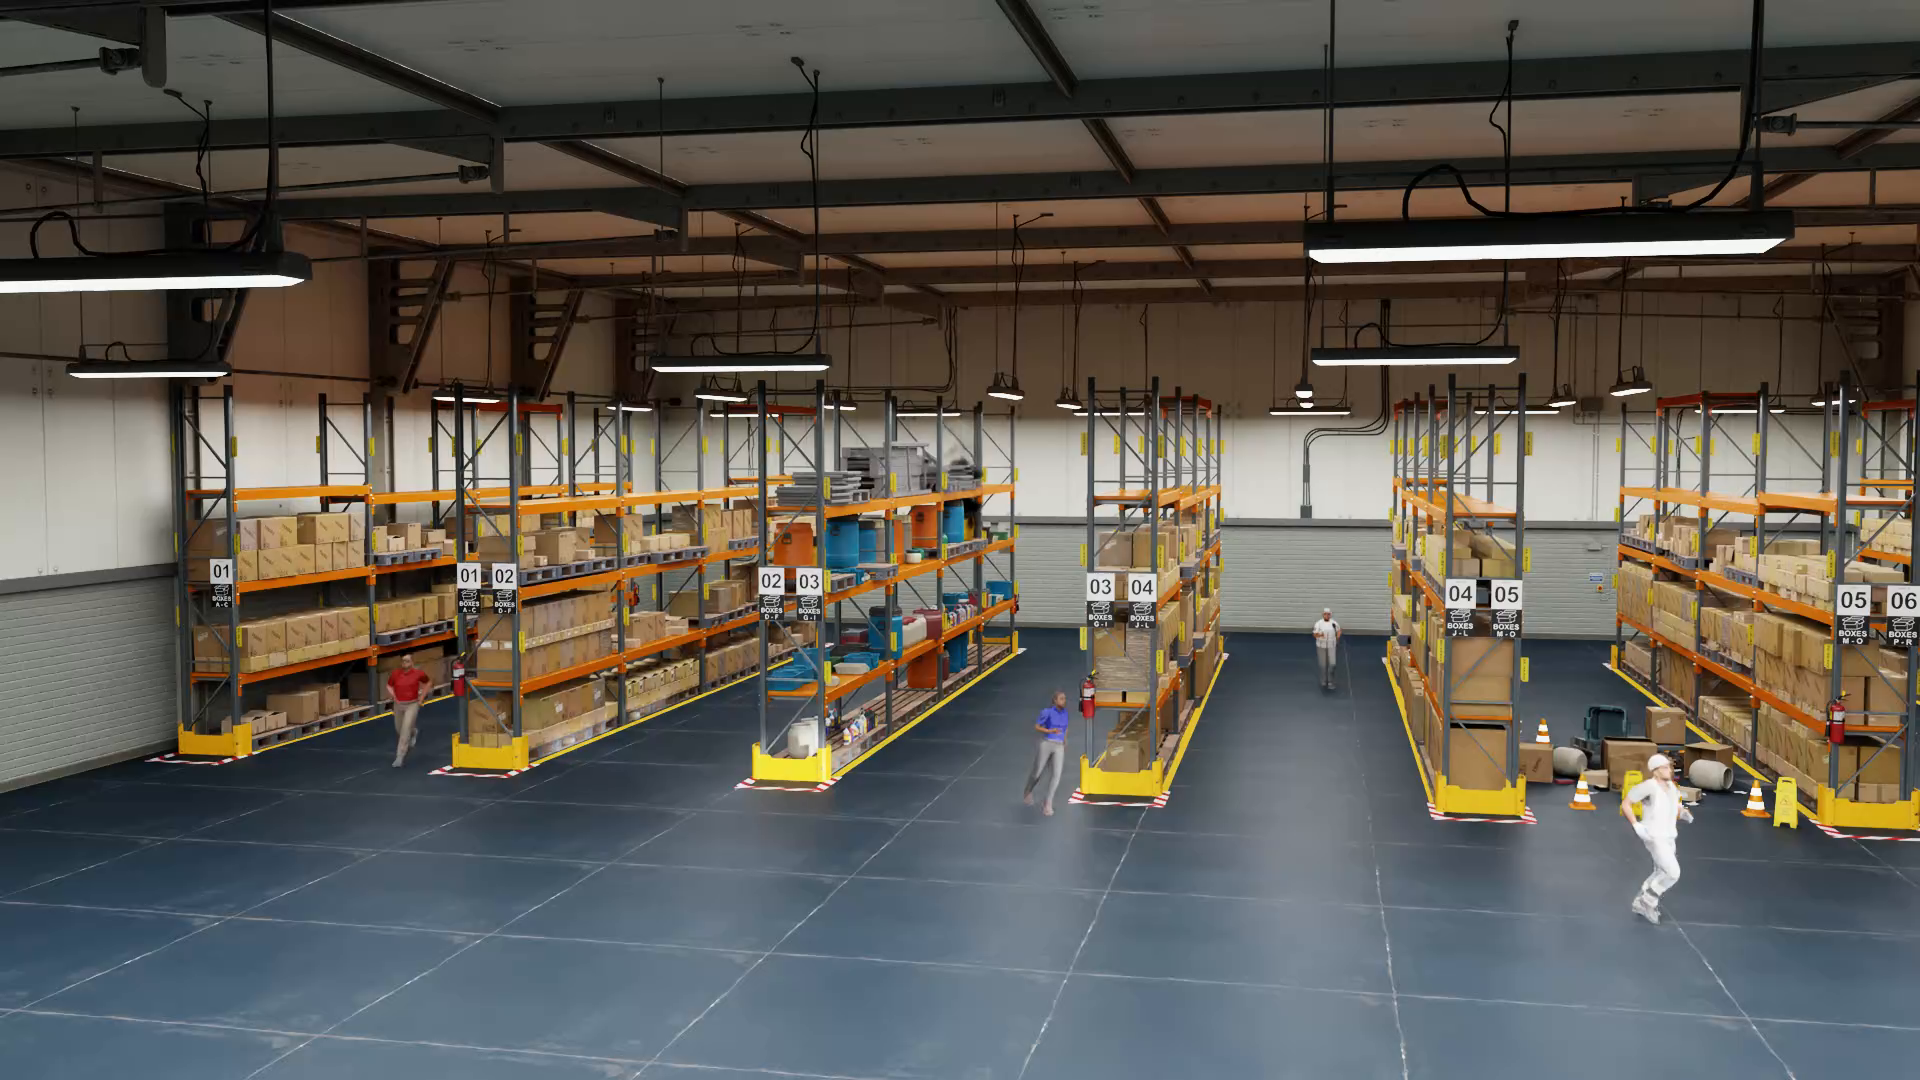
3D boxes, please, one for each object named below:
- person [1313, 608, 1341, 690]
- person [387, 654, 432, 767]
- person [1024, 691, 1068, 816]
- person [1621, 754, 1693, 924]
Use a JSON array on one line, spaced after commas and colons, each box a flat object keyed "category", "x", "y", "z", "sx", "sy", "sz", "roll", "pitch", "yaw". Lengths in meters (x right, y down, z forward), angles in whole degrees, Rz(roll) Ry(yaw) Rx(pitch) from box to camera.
[{"category": "person", "x": 7.585, "y": 2.261, "z": 34.360, "sx": 0.582, "sy": 1.710, "sz": 0.673, "roll": 1, "pitch": 3, "yaw": 10}, {"category": "person", "x": -8.823, "y": 2.681, "z": 26.537, "sx": 0.655, "sy": 1.729, "sz": 1.106, "roll": 0, "pitch": 3, "yaw": 5}, {"category": "person", "x": 1.274, "y": 2.904, "z": 22.960, "sx": 0.614, "sy": 1.661, "sz": 0.808, "roll": -1, "pitch": 3, "yaw": -20}, {"category": "person", "x": 7.353, "y": 3.132, "z": 17.443, "sx": 0.719, "sy": 1.767, "sz": 0.590, "roll": -2, "pitch": 4, "yaw": -33}]
